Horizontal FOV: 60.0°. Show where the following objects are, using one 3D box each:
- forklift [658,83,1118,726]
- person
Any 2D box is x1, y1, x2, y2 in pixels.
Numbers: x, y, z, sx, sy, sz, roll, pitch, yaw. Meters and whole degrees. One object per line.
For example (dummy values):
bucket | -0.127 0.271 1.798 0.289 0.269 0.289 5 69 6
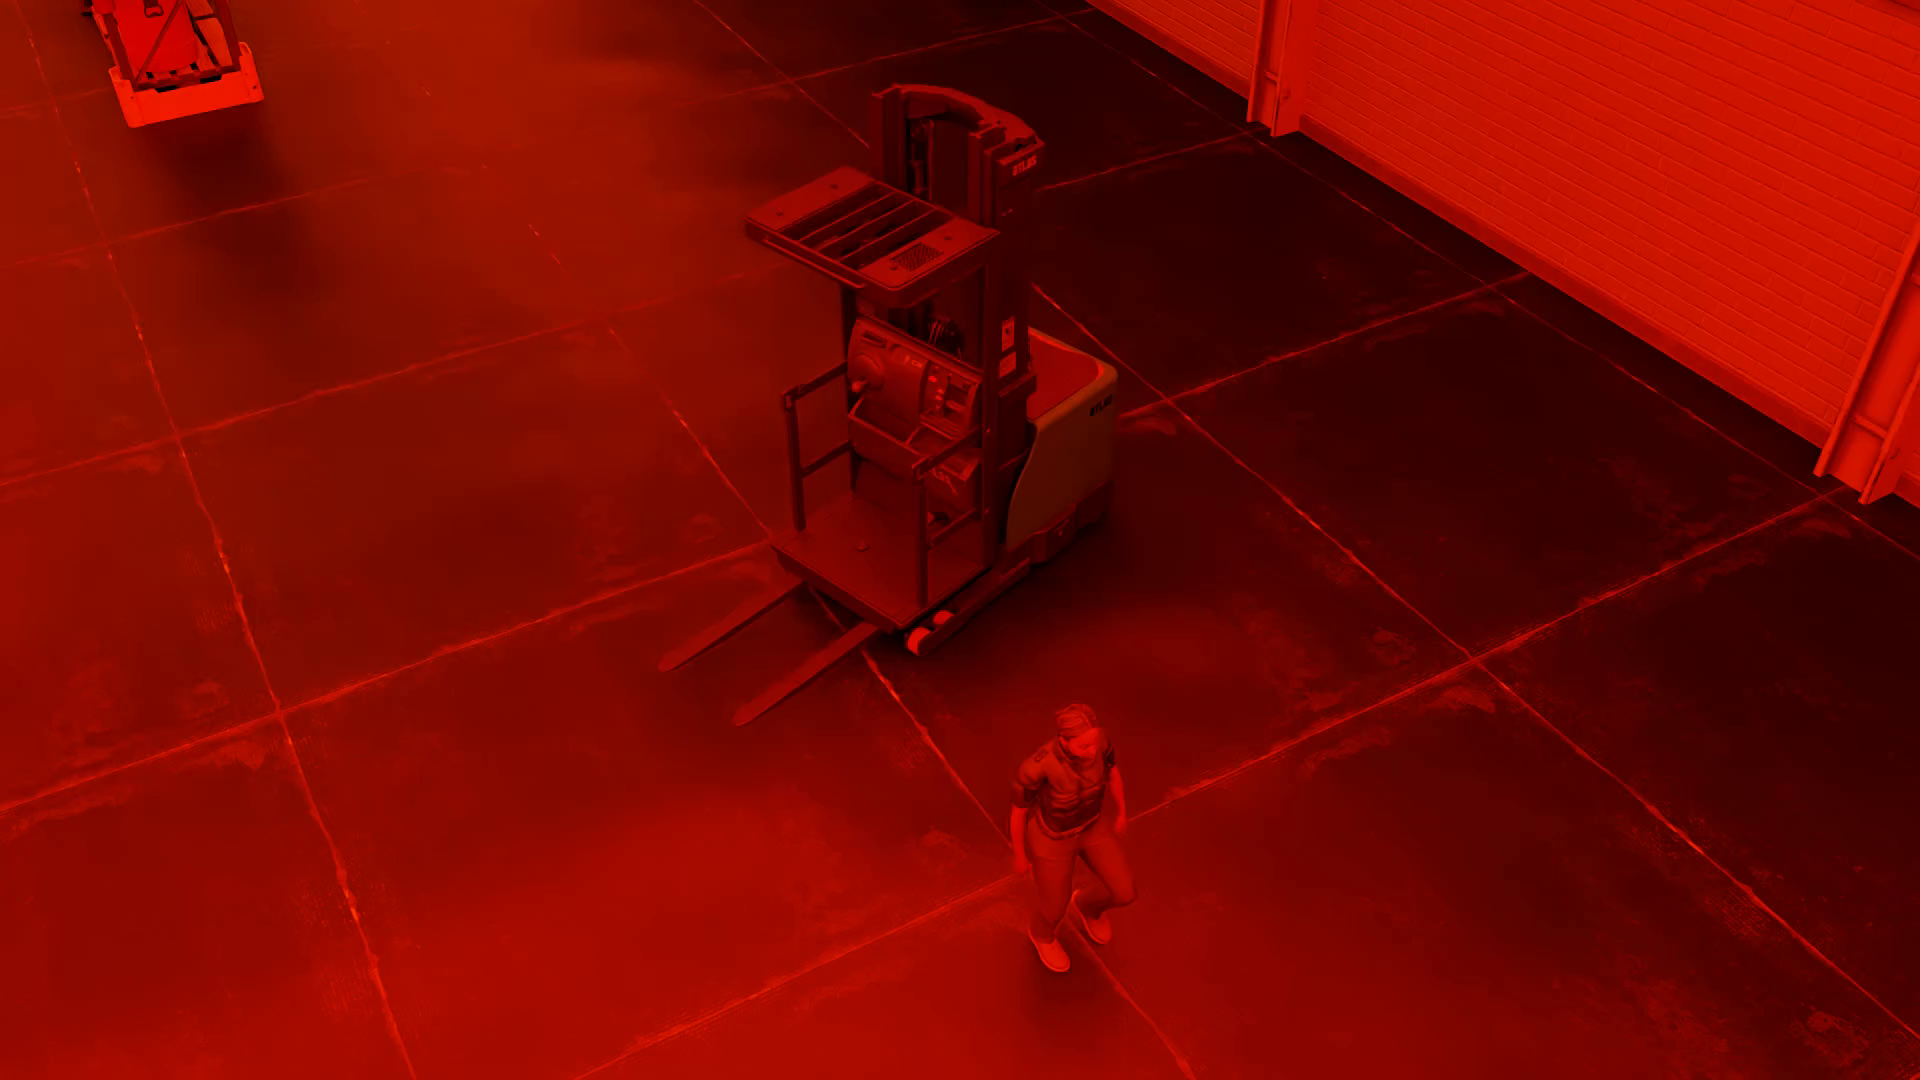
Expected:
forklift | -0.403 -0.831 9.039 1.130 2.935 3.031 30 48 31
person | 0.528 1.353 7.423 0.577 1.643 0.446 -23 45 -25
